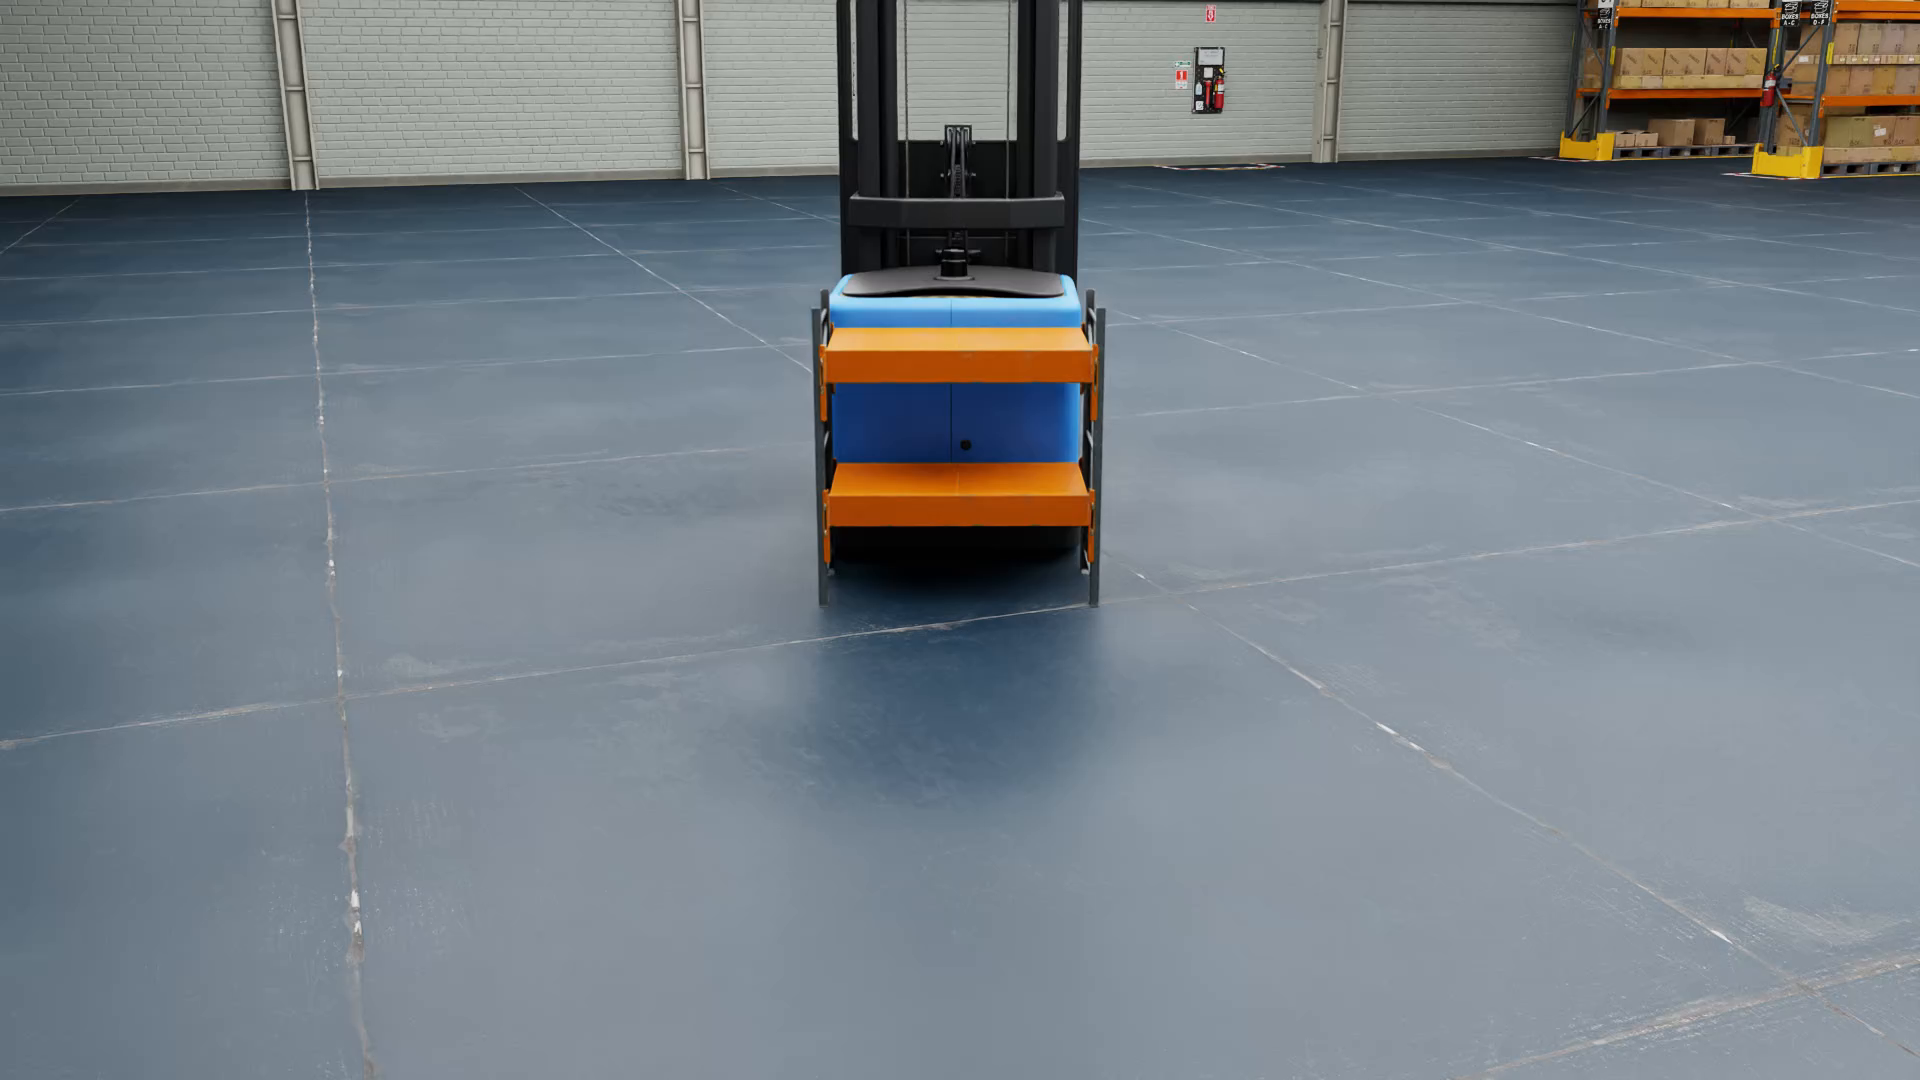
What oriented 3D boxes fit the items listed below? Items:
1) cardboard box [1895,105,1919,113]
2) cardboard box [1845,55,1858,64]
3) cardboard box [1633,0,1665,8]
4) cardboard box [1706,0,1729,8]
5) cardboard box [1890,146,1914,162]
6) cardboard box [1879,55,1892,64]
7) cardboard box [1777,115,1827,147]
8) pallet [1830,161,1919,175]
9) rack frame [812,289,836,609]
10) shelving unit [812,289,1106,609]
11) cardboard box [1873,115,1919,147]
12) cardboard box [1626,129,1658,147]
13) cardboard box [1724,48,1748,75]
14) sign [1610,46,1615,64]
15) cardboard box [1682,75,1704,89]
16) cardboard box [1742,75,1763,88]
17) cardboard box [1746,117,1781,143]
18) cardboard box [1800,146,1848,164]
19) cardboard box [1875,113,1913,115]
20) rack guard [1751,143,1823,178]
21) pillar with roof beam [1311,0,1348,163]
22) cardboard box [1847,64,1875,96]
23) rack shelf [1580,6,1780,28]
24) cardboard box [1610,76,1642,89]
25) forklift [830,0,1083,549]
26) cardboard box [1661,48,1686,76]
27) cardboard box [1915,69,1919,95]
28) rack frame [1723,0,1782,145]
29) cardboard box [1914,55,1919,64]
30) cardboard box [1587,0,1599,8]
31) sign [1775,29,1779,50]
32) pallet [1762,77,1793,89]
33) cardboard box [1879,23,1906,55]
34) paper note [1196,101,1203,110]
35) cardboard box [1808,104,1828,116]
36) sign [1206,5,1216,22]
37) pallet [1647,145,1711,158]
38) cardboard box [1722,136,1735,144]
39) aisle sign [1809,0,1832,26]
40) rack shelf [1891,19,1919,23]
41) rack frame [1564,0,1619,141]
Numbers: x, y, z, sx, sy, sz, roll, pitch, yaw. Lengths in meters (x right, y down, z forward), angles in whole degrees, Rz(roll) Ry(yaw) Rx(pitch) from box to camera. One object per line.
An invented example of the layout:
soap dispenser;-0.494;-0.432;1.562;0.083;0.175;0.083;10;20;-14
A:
cardboard box;20.342;-8.902;35.158;0.750;0.750;0.750;-6;18;-21
cardboard box;14.603;-7.952;27.525;0.250;0.149;0.380;-7;18;-22
cardboard box;13.054;-10.395;31.637;0.500;0.500;0.500;-5;17;-16
cardboard box;14.509;-10.556;32.185;0.500;0.500;0.500;-7;18;-22
cardboard box;15.895;-6.611;28.422;0.500;0.250;0.500;-6;17;-20
cardboard box;15.321;-8.029;27.788;0.250;0.149;0.380;-7;18;-22
cardboard box;14.308;-6.957;28.269;0.500;0.500;0.500;-6;17;-20
pallet;15.750;-6.455;28.704;1.213;0.211;1.003;-6;17;-20
rack frame;-0.515;-0.354;6.306;0.032;1.125;0.500;0;16;-1
shelving unit;-0.006;-0.355;6.311;1.048;1.125;0.538;0;16;-1
cardboard box;15.896;-6.971;28.316;0.500;0.500;0.500;-6;17;-20
cardboard box;13.348;-7.910;32.702;0.500;0.311;0.500;-5;17;-15
cardboard box;15.078;-9.405;32.703;0.500;0.500;0.500;-6;17;-20
sign;12.332;-9.158;31.425;0.005;0.325;0.100;-6;17;-20
cardboard box;14.137;-8.945;32.466;0.500;0.250;0.500;-6;17;-20
cardboard box;15.539;-9.099;32.990;0.500;0.250;0.500;-6;17;-20
cardboard box;16.554;-8.379;33.964;0.500;0.500;0.700;-6;17;-18
cardboard box;14.494;-6.460;27.909;0.500;0.250;0.500;-6;17;-20
cardboard box;16.170;-7.163;28.970;0.500;0.500;0.500;-6;17;-20
rack guard;13.891;-6.381;27.940;0.348;0.500;1.175;-6;17;-20
pillar with roof beam;8.420;-10.325;26.286;0.400;9.000;9.100;-6;17;-20
cardboard box;14.843;-7.729;27.915;0.500;0.500;0.700;-6;17;-19
rack shelf;14.005;-10.181;32.398;4.000;0.370;1.077;-6;17;-20
cardboard box;12.707;-8.789;31.934;0.500;0.250;0.500;-7;18;-22
forklift;0.004;-1.730;7.786;1.130;2.935;3.031;0;16;1
cardboard box;13.641;-9.250;32.173;0.500;0.500;0.500;-7;18;-22
cardboard box;16.277;-7.883;28.441;0.500;0.500;0.700;-6;17;-19
rack frame;15.873;-9.289;33.406;0.127;3.000;1.000;-6;17;-20
cardboard box;16.038;-8.106;28.050;0.250;0.149;0.380;-6;17;-18
cardboard box;12.437;-10.491;31.963;0.500;0.500;0.500;-5;17;-16
sign;13.733;-8.396;27.890;0.005;0.325;0.100;-6;17;-20
pallet;16.639;-9.236;33.565;1.213;0.211;1.003;-6;17;-20
cardboard box;15.363;-8.408;27.925;0.500;0.500;0.700;-6;17;-20
paper note;4.368;-7.917;30.299;0.142;0.148;0.016;-6;17;-20
cardboard box;17.449;-8.838;34.195;0.500;0.250;0.500;-7;18;-22
sign;4.515;-9.477;29.934;0.199;0.298;0.001;-6;17;-20
pallet;14.117;-7.750;33.114;1.213;0.211;1.003;-6;17;-20
cardboard box;15.384;-8.079;33.533;0.250;0.166;0.380;-9;18;-27
aisle sign;13.962;-8.743;26.933;0.004;0.787;0.394;-6;17;-20
rack shelf;21.476;-10.988;35.145;4.000;0.370;1.077;-6;17;-20
rack frame;12.138;-8.886;32.033;0.127;3.000;1.000;-6;17;-20
